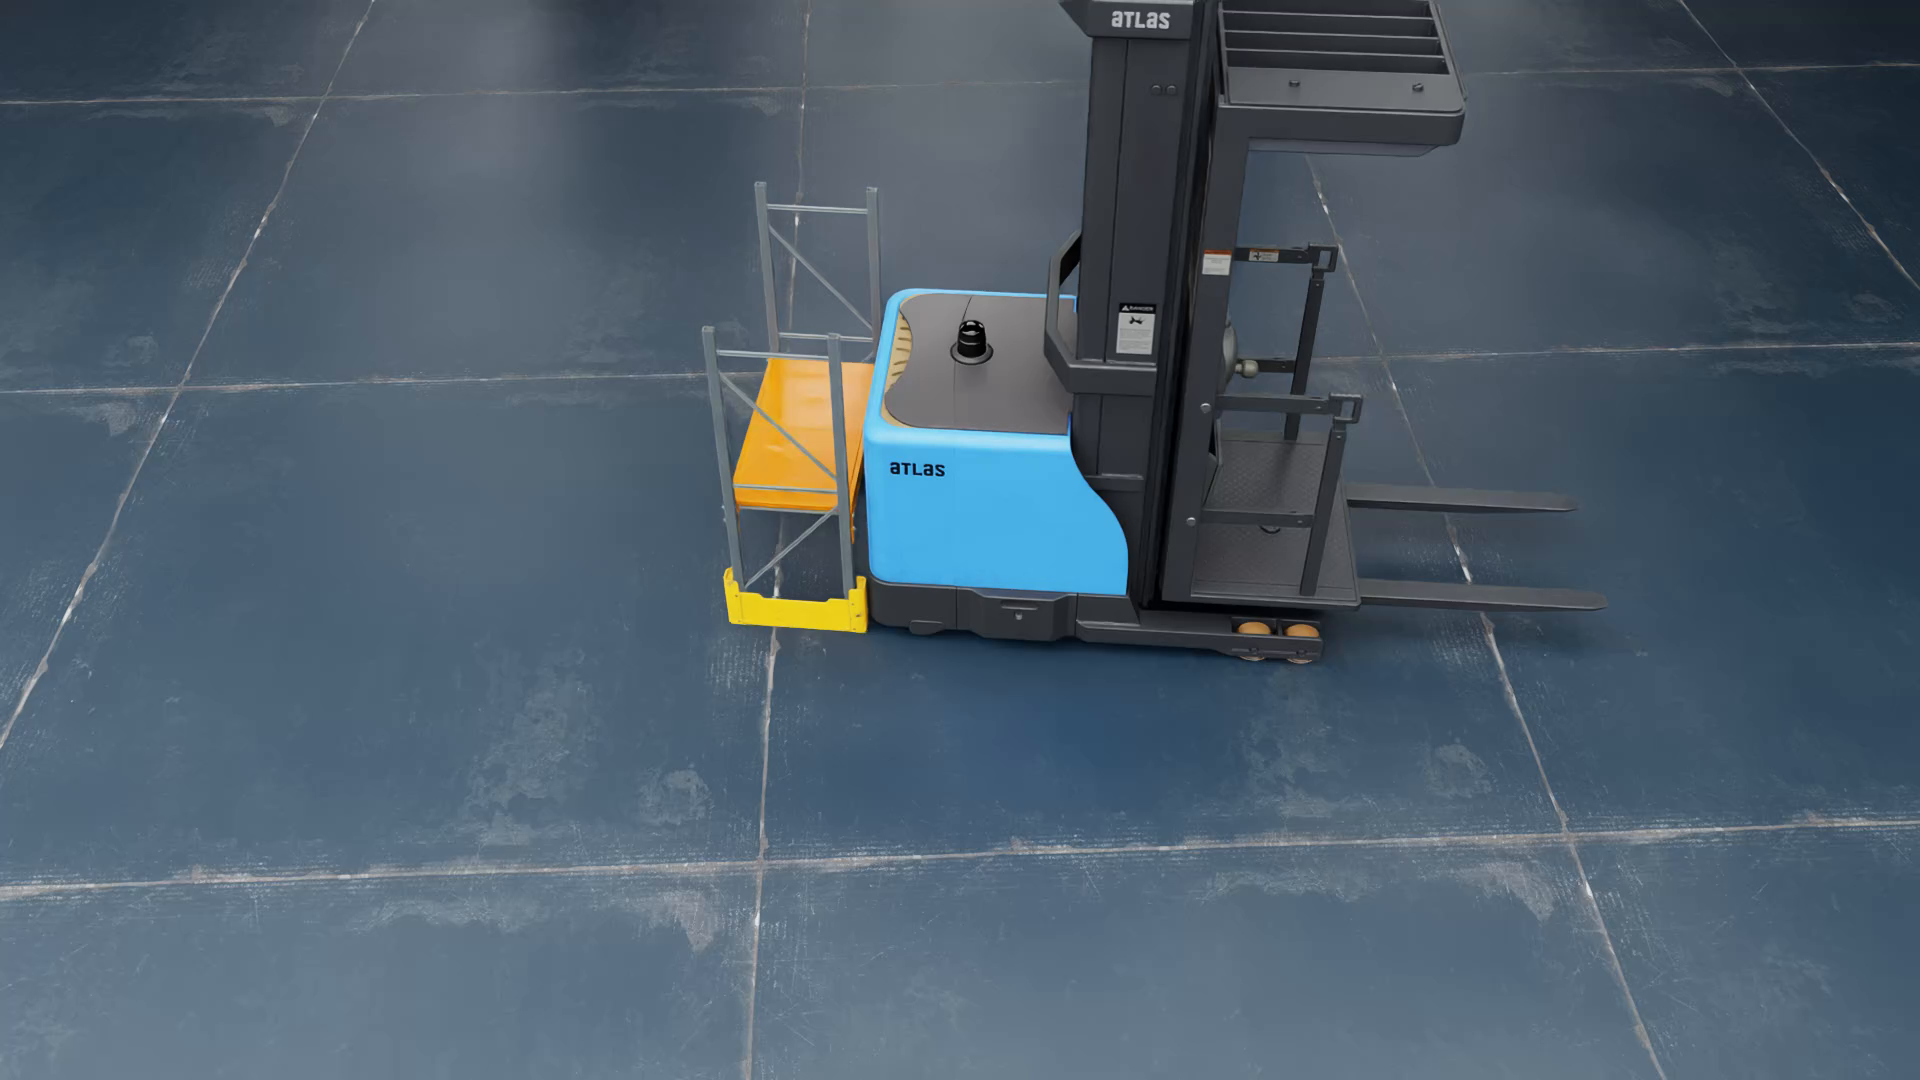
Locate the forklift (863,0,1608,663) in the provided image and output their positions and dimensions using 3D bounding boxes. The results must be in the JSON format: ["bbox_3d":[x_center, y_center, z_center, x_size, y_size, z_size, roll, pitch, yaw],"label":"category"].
[{"bbox_3d":[1.159,-0.949,6.266,3.031,2.935,1.130,3,43,3],"label":"forklift"}]

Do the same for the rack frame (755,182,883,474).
[{"bbox_3d":[-0.584,-0.880,7.250,0.500,1.500,0.032,4,43,4],"label":"rack frame"}]

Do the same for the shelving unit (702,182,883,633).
[{"bbox_3d":[-0.633,-0.545,6.884,0.587,1.500,1.083,4,43,4],"label":"shelving unit"}]

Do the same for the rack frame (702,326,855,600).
[{"bbox_3d":[-0.683,-0.197,6.504,0.500,1.500,0.032,4,43,4],"label":"rack frame"}]

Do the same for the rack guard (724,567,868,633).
[{"bbox_3d":[-0.681,0.251,6.941,0.587,0.250,0.087,4,43,4],"label":"rack guard"}]

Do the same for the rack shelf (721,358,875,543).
[{"bbox_3d":[-0.634,-0.406,6.999,0.538,0.185,1.000,4,43,4],"label":"rack shelf"}]
